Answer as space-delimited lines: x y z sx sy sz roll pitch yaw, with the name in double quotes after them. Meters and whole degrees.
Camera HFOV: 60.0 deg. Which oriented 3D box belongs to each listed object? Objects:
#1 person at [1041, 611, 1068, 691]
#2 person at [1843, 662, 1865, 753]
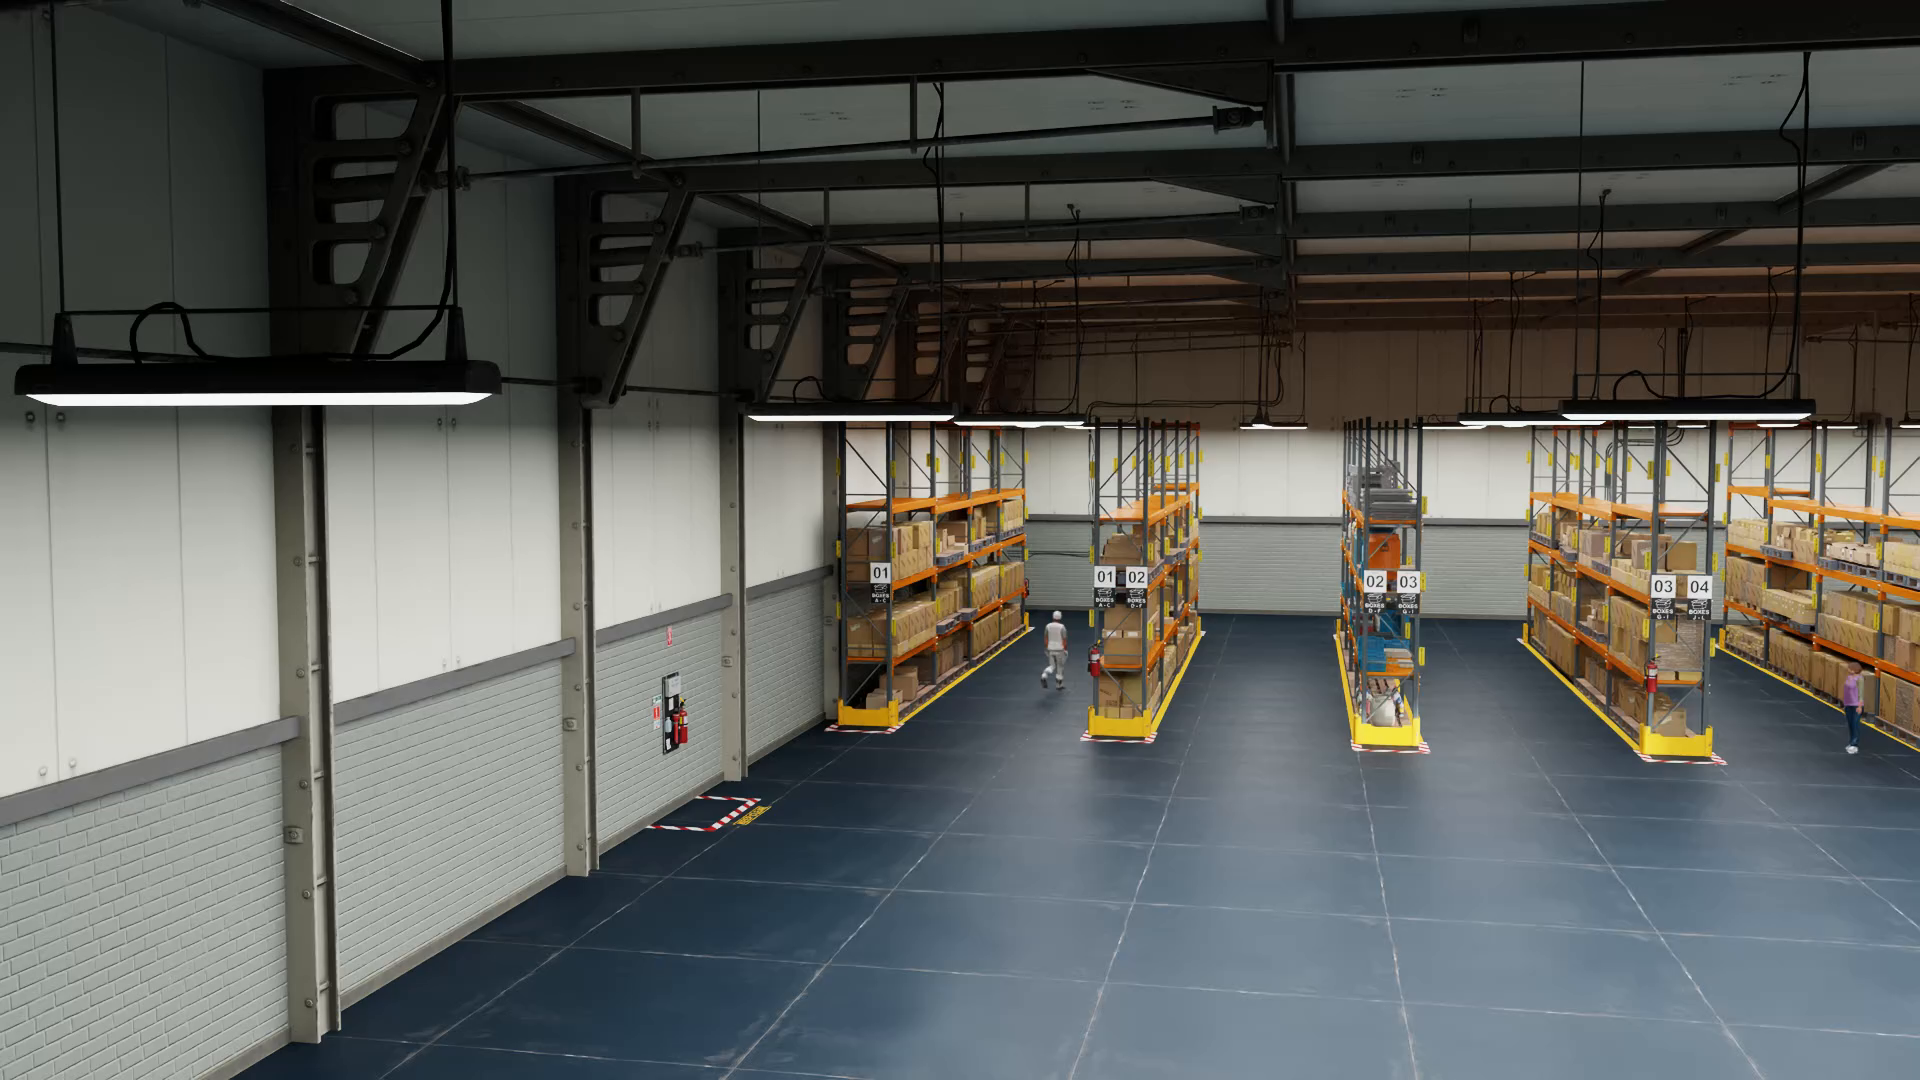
2.095 2.446 36.691 0.724 1.776 0.556 -4 5 -44 "person"
15.985 2.996 29.818 0.532 1.585 0.456 -1 4 -19 "person"
